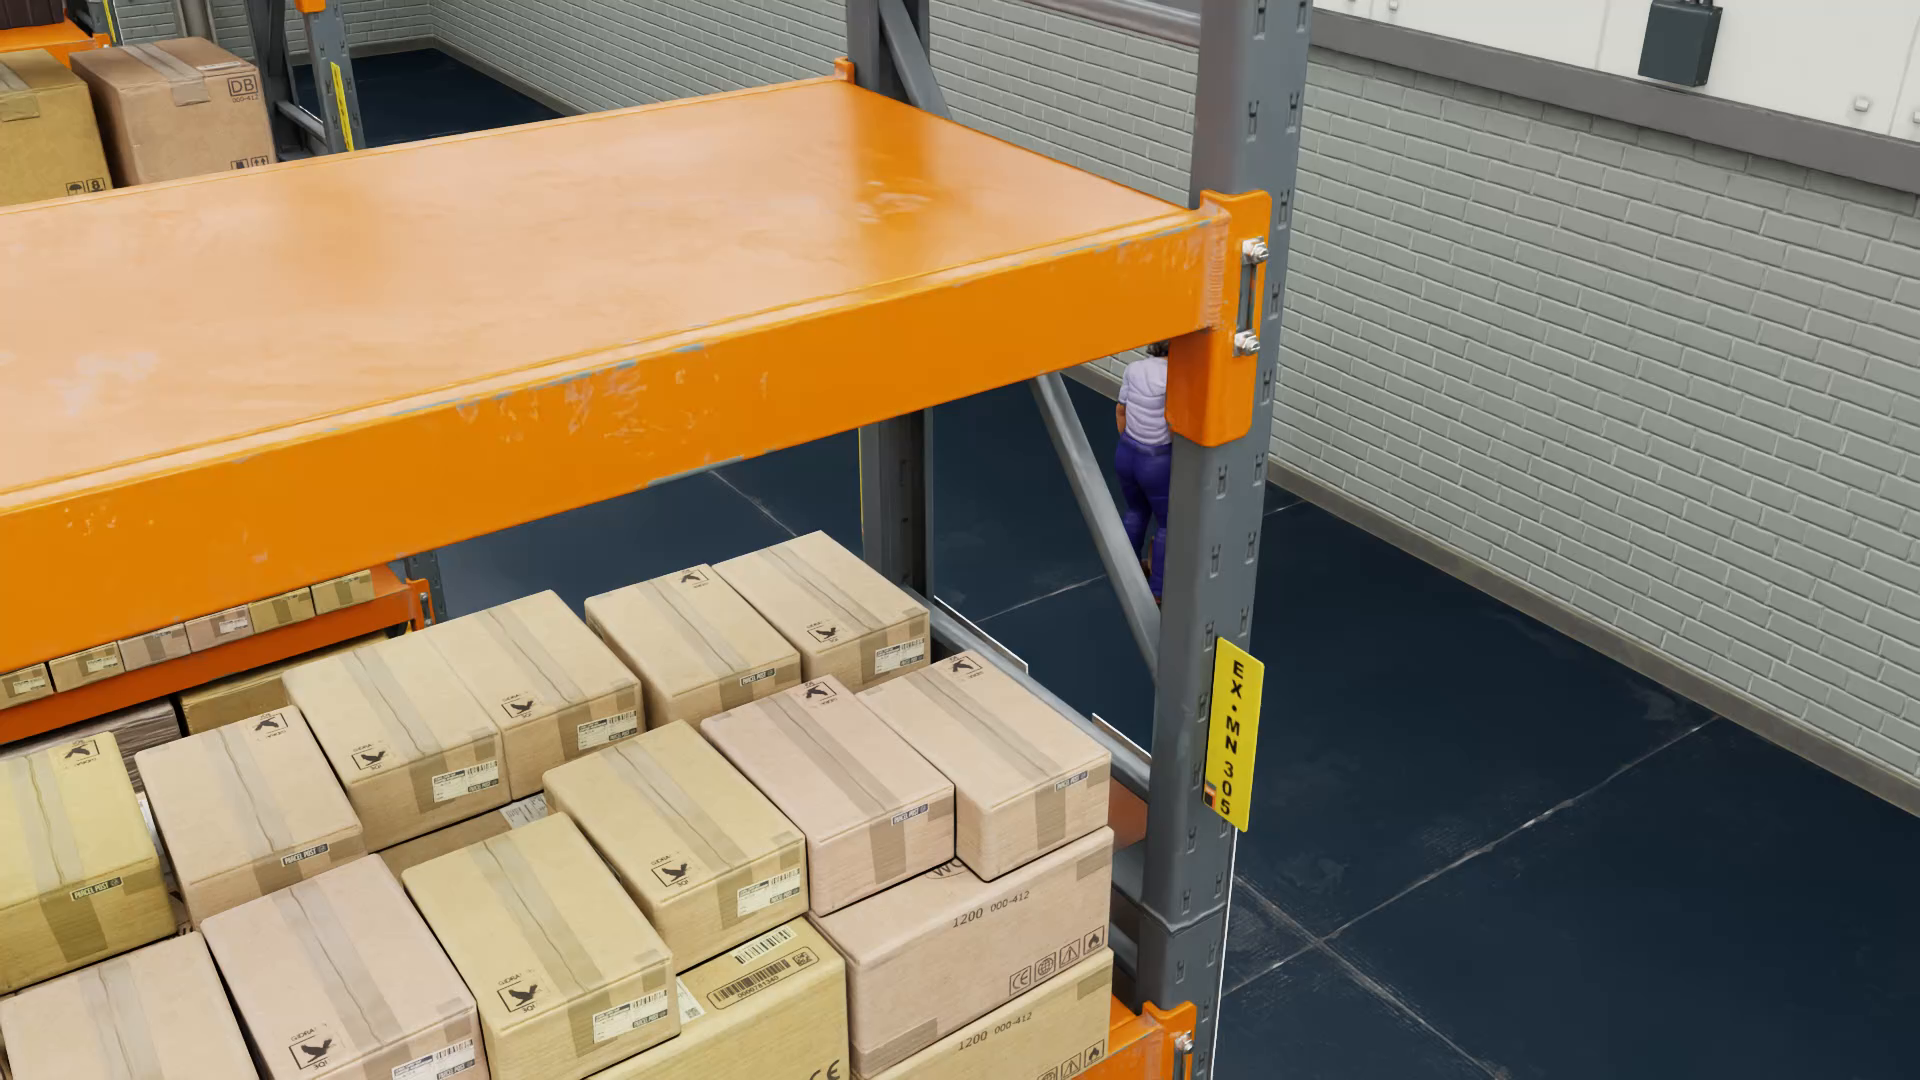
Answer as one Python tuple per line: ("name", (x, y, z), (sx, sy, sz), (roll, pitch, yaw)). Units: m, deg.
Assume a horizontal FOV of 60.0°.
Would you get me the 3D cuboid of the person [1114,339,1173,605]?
("person", (1.124, -0.450, 9.495), (0.333, 1.653, 0.563), (-21, 35, -33))
